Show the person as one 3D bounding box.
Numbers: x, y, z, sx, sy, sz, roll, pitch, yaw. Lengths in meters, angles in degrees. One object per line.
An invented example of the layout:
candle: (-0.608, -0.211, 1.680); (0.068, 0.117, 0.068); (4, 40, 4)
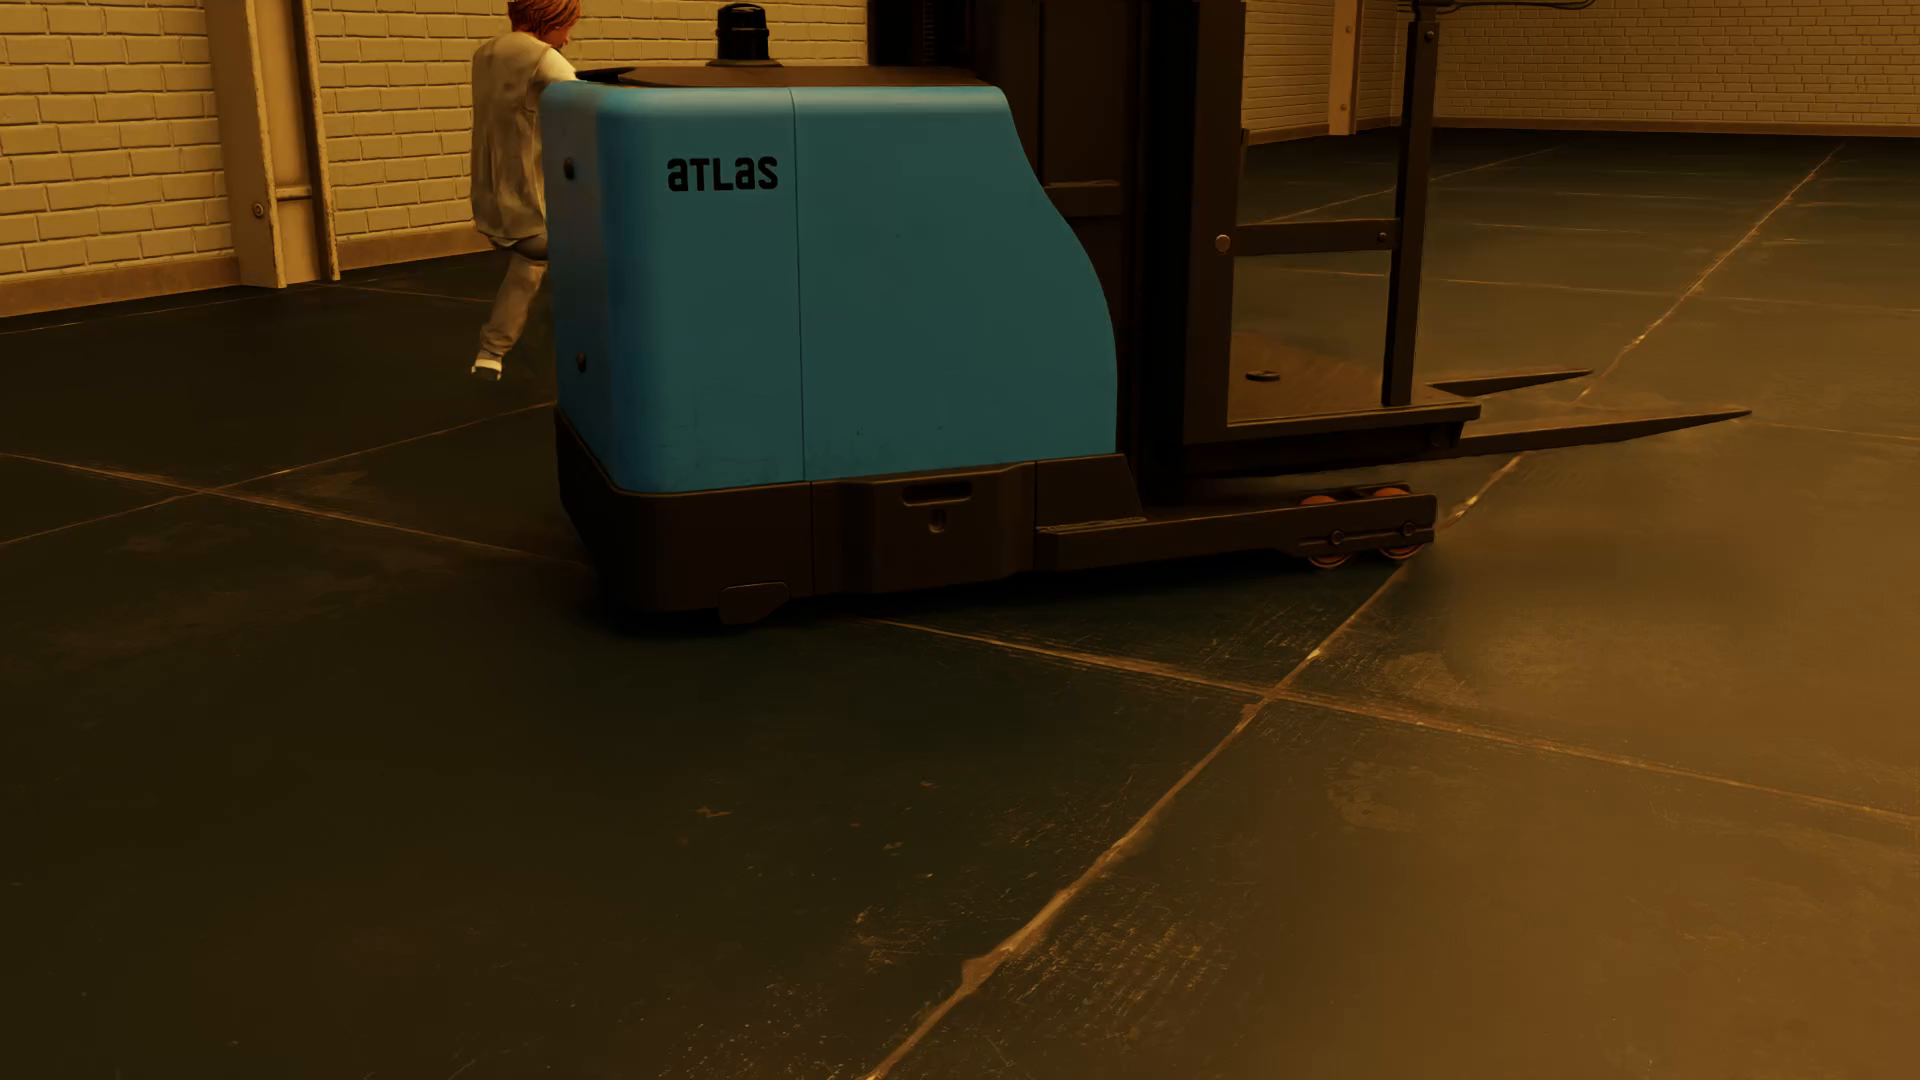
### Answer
person: (-1.275, -1.109, 5.417); (0.630, 1.368, 1.010); (-15, 22, -41)

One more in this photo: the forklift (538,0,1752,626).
forklift: (0.577, -1.474, 3.856); (3.031, 2.935, 1.130); (-6, 17, -20)
